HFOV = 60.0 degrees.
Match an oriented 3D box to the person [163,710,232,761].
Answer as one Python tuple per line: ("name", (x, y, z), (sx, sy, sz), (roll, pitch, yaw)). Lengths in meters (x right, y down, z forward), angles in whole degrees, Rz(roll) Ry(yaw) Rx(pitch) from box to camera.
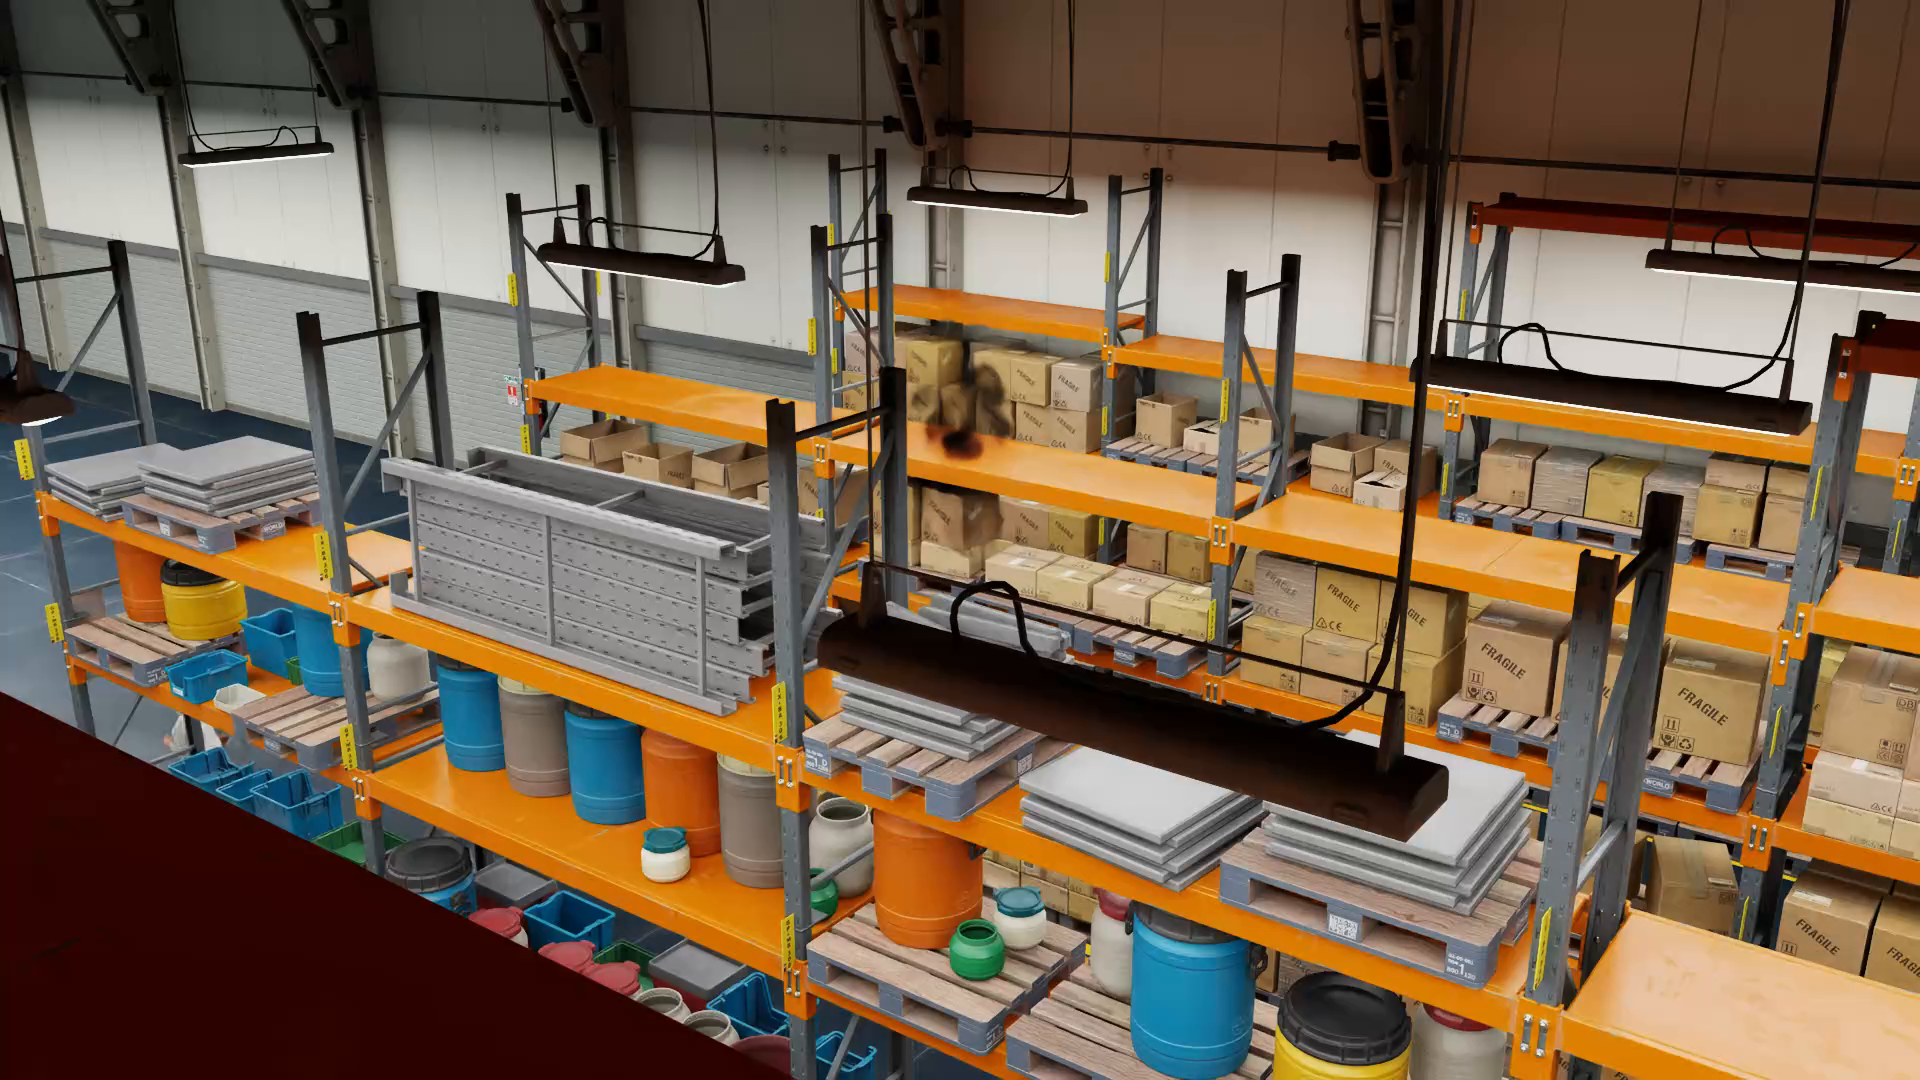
("person", (-7.336, 2.118, 16.008), (0.756, 1.758, 0.644), (-1, 19, -3))

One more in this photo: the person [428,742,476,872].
("person", (-4.635, 2.475, 15.011), (0.854, 1.727, 0.593), (8, 20, 22))
